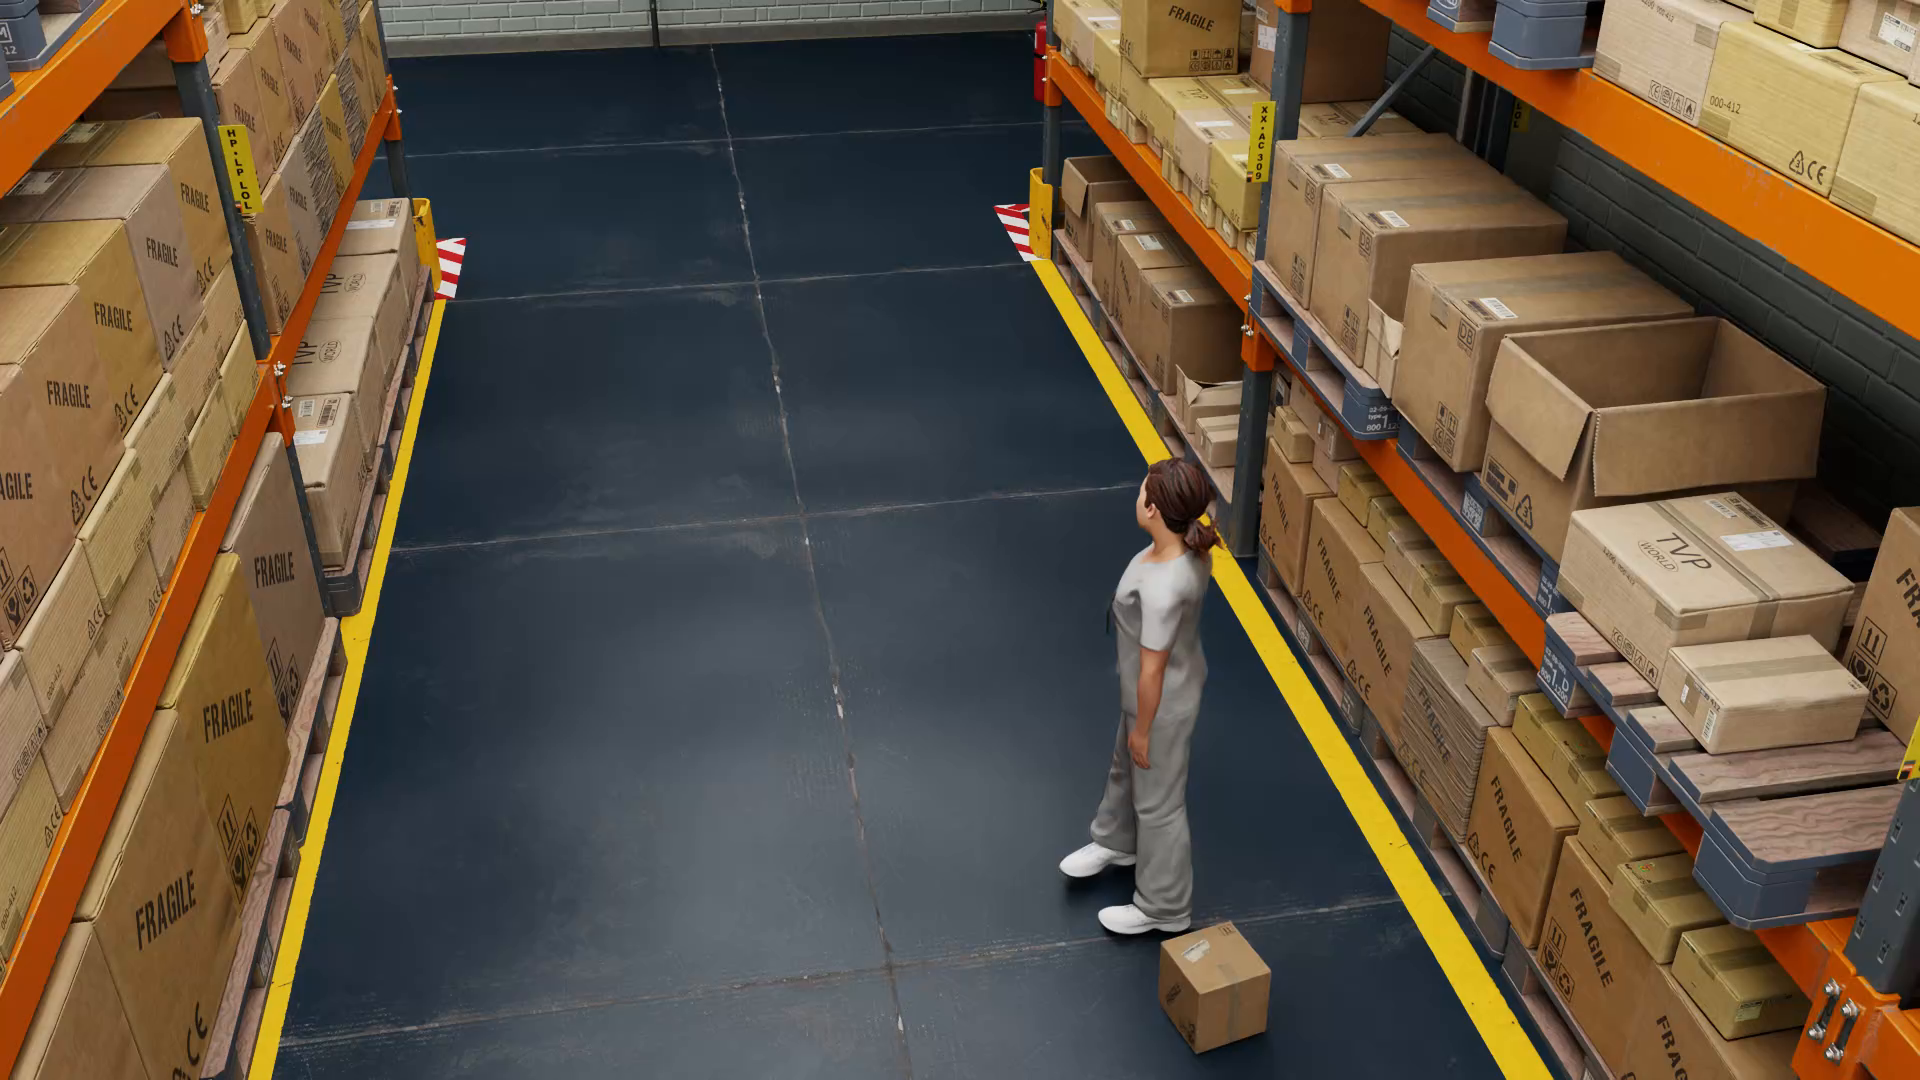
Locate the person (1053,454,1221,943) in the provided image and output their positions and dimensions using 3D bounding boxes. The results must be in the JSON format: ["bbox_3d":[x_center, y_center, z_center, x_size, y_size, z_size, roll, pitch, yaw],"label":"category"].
[{"bbox_3d":[0.602,0.491,5.324,0.593,1.651,0.557,19,36,29],"label":"person"}]
